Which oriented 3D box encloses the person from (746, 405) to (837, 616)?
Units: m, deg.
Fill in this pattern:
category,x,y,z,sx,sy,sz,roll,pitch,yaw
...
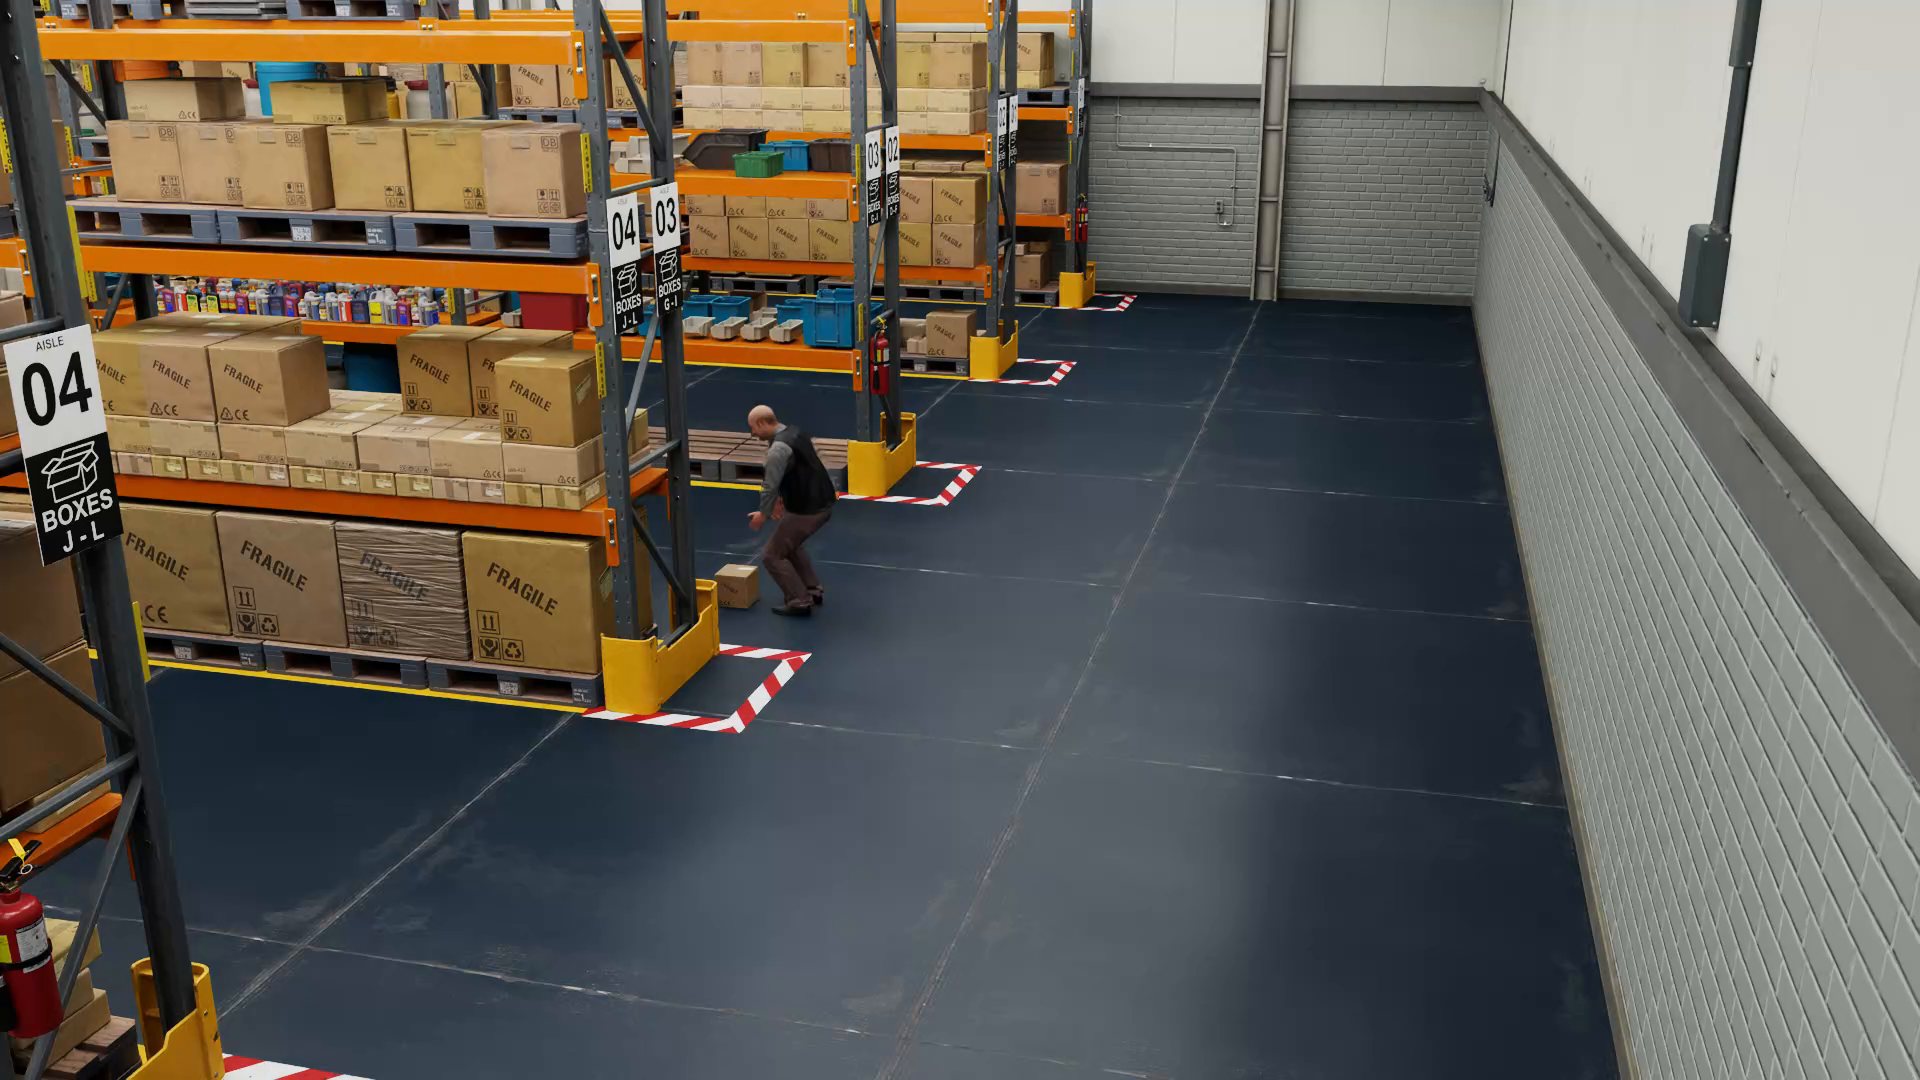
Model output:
category,x,y,z,sx,sy,sz,roll,pitch,yaw
person,-1.234,-0.216,12.077,0.579,1.533,0.586,5,19,14
